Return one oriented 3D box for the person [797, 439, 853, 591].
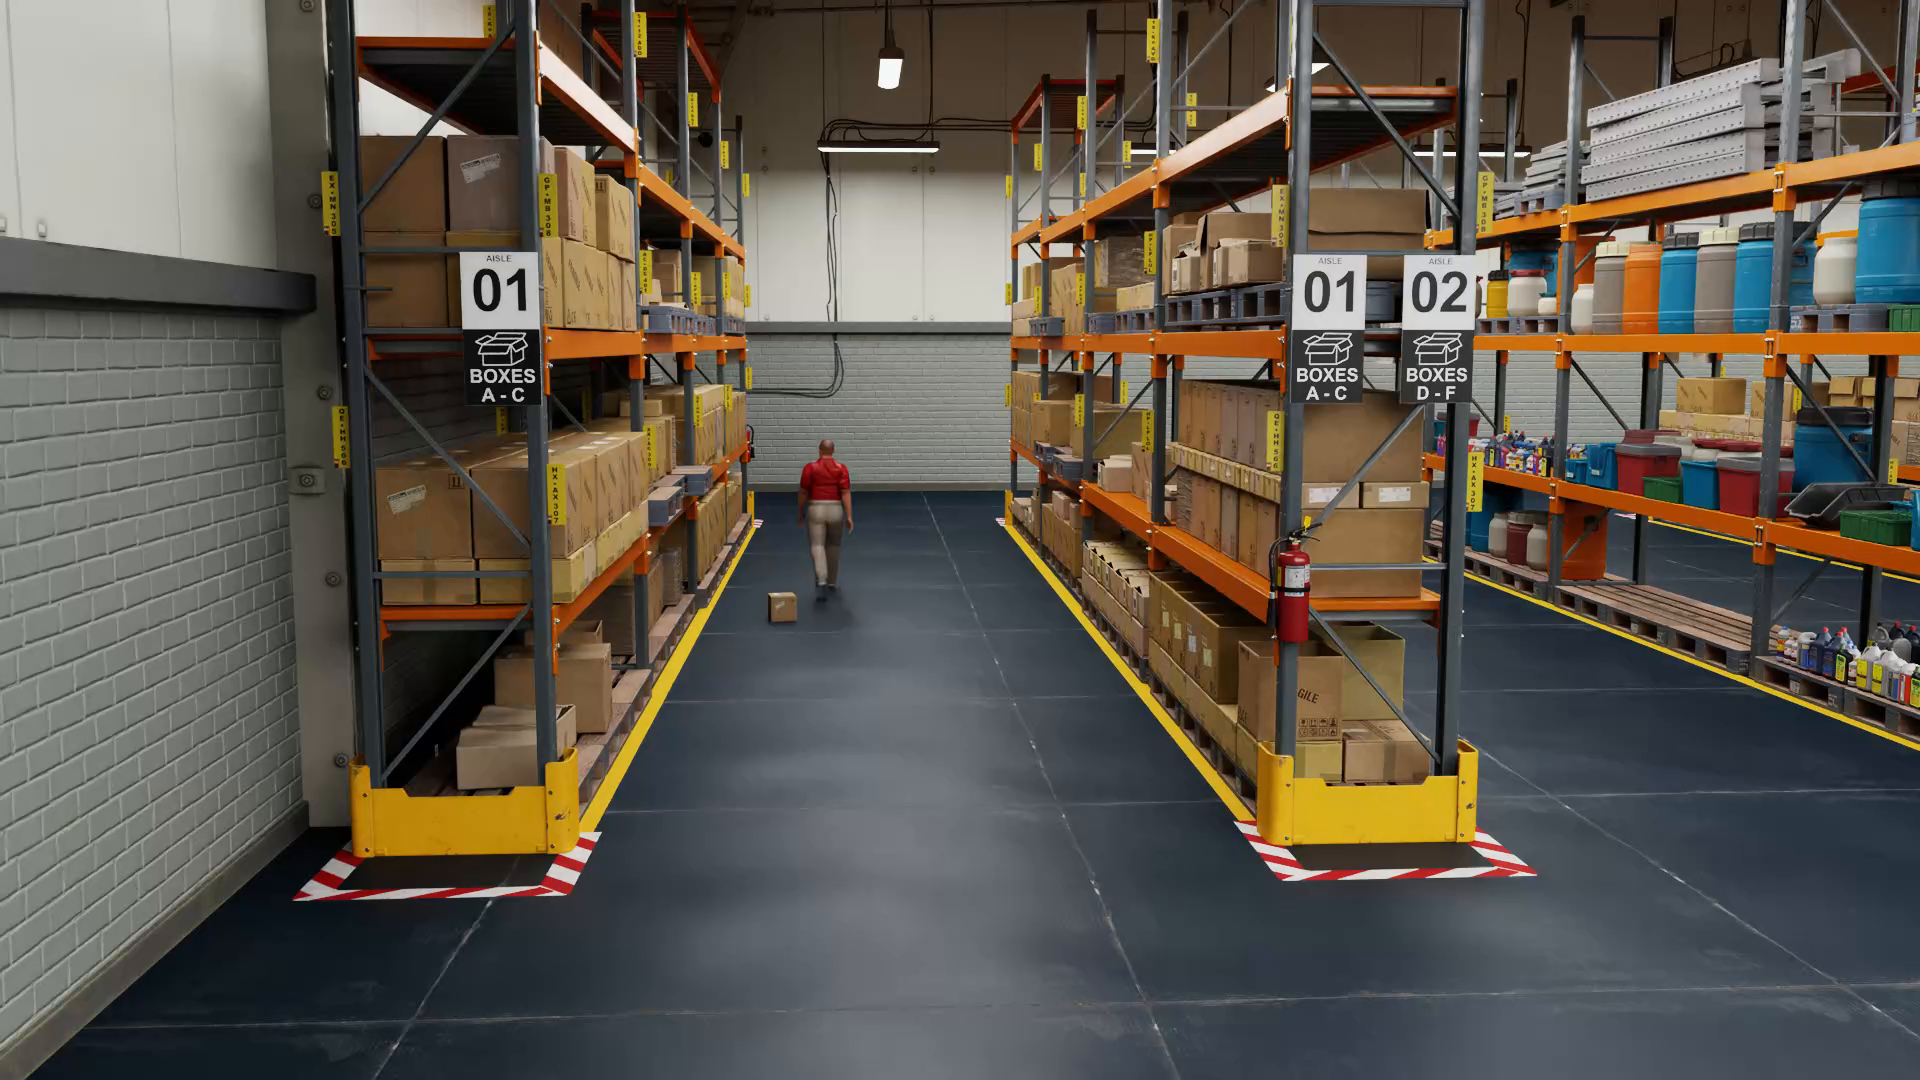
[{"bbox_3d":[-1.485,-0.280,18.212,0.566,1.670,1.056,-2,7,-14],"label":"person"}]
